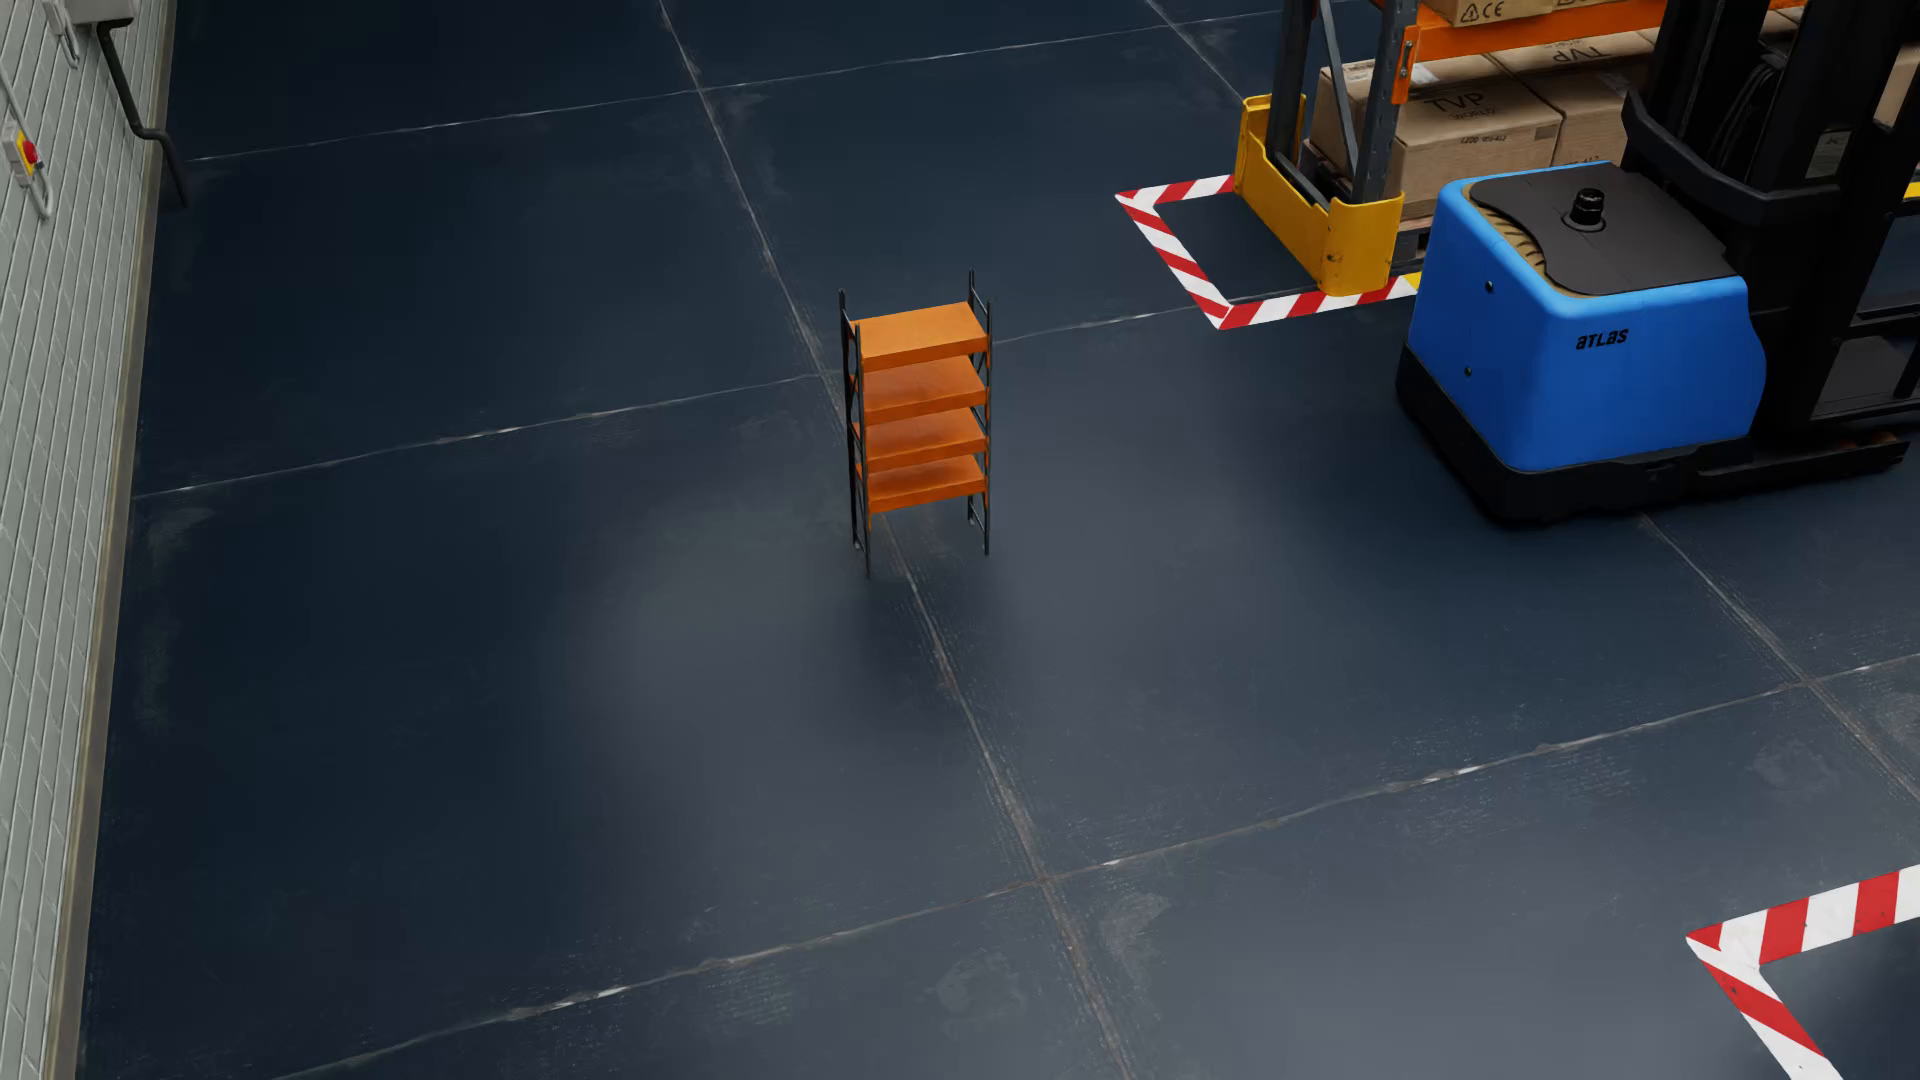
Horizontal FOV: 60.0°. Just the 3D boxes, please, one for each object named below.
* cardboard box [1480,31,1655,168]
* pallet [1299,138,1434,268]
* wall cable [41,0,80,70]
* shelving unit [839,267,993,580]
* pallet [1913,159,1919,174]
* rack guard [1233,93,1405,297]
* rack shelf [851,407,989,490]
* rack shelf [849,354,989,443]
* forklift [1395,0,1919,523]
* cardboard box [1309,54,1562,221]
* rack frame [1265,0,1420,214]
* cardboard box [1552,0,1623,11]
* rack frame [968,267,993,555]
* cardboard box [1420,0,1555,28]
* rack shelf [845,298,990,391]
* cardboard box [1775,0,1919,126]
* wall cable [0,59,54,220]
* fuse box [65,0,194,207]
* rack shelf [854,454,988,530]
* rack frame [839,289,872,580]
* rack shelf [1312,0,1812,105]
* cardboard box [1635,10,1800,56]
[{"bbox_3d":[3.275,-2.279,8.707,0.875,0.438,0.875,-11,42,-12],"label":"cardboard box"},{"bbox_3d":[2.545,-1.864,8.723,1.213,0.211,1.003,-12,42,-13],"label":"pallet"},{"bbox_3d":[-4.003,-2.848,6.958,0.122,1.984,0.588,-12,42,-13],"label":"wall cable"},{"bbox_3d":[-0.158,-0.419,6.318,0.503,1.200,0.258,-12,42,-13],"label":"shelving unit"},{"bbox_3d":[4.872,-2.346,9.275,1.213,0.211,1.003,-12,42,-13],"label":"pallet"},{"bbox_3d":[1.783,-1.761,8.385,0.348,0.500,1.175,-12,42,-13],"label":"rack guard"},{"bbox_3d":[-0.158,-0.368,6.362,0.480,0.148,0.258,-12,42,-13],"label":"rack shelf"},{"bbox_3d":[-0.158,-0.537,6.215,0.480,0.148,0.258,-12,42,-13],"label":"rack shelf"},{"bbox_3d":[3.517,-1.697,6.465,3.031,2.935,1.130,-10,42,-11],"label":"forklift"},{"bbox_3d":[2.405,-2.093,8.494,0.875,0.438,0.875,-13,43,-15],"label":"cardboard box"},{"bbox_3d":[1.806,-2.707,7.568,0.127,3.000,1.000,-12,42,-13],"label":"rack frame"},{"bbox_3d":[2.824,-2.777,7.572,0.500,0.500,0.500,-12,43,-14],"label":"cardboard box"},{"bbox_3d":[0.075,-0.467,6.373,0.015,1.200,0.240,-12,42,-13],"label":"rack frame"},{"bbox_3d":[2.350,-2.659,7.438,0.500,0.500,0.500,-12,43,-13],"label":"cardboard box"},{"bbox_3d":[-0.158,-0.715,6.059,0.480,0.148,0.258,-12,42,-13],"label":"rack shelf"},{"bbox_3d":[4.990,-2.634,9.113,0.875,0.438,0.875,-12,43,-14],"label":"cardboard box"},{"bbox_3d":[-3.566,-1.972,5.931,0.123,1.953,0.585,-12,42,-13],"label":"wall cable"},{"bbox_3d":[-4.058,-2.440,8.242,0.414,1.711,0.539,-12,42,-13],"label":"fuse box"},{"bbox_3d":[-0.158,-0.219,6.493,0.480,0.148,0.258,-12,42,-13],"label":"rack shelf"},{"bbox_3d":[-0.391,-0.371,6.263,0.015,1.200,0.240,-12,42,-13],"label":"rack frame"},{"bbox_3d":[3.713,-2.831,8.257,4.000,0.370,1.077,-12,42,-13],"label":"rack shelf"},{"bbox_3d":[4.136,-2.456,8.910,0.875,0.438,0.875,-13,43,-14],"label":"cardboard box"}]
